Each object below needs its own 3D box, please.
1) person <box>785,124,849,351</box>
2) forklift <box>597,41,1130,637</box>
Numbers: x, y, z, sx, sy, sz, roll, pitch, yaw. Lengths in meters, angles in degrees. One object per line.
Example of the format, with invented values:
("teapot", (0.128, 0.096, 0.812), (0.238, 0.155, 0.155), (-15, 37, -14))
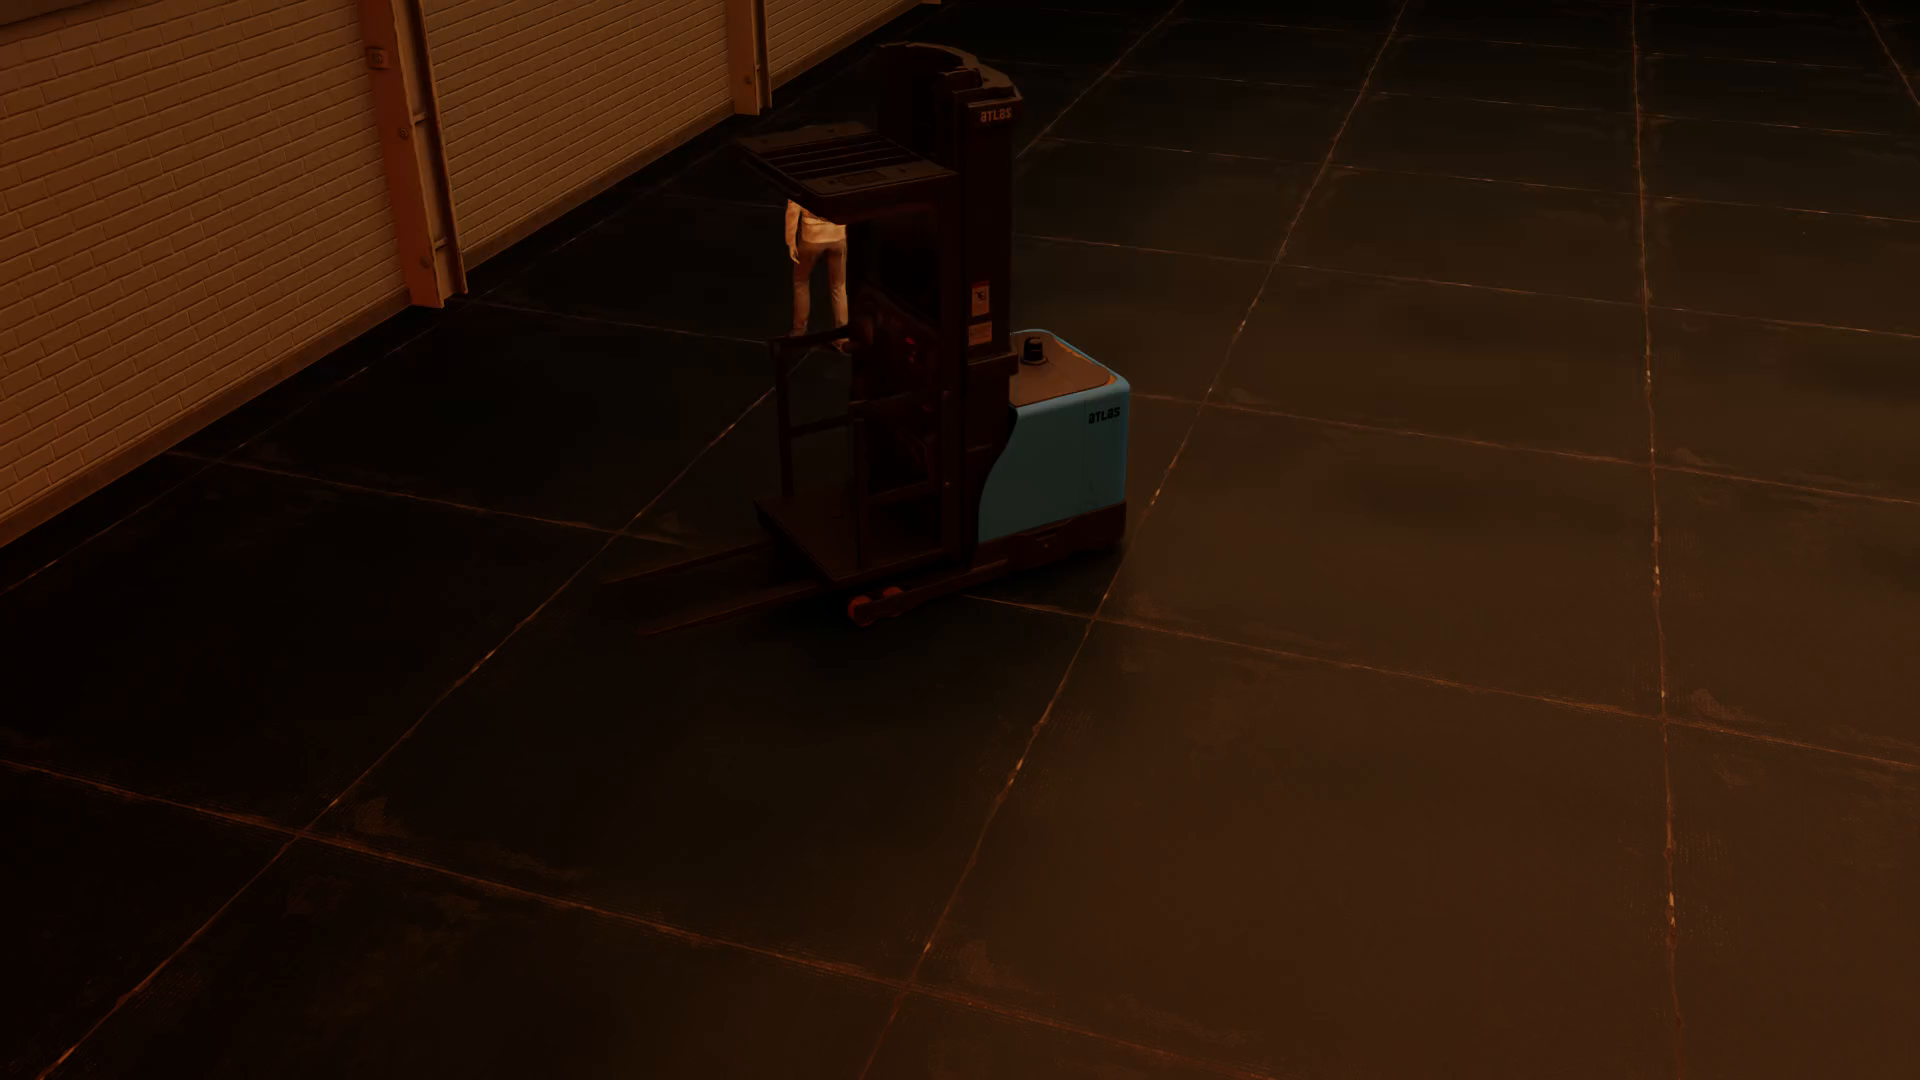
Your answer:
("person", (-1.034, -2.228, 12.378), (0.573, 1.701, 0.506), (-8, 31, -14))
("forklift", (-0.544, -1.092, 9.051), (3.031, 2.935, 1.130), (-16, 33, -26))
